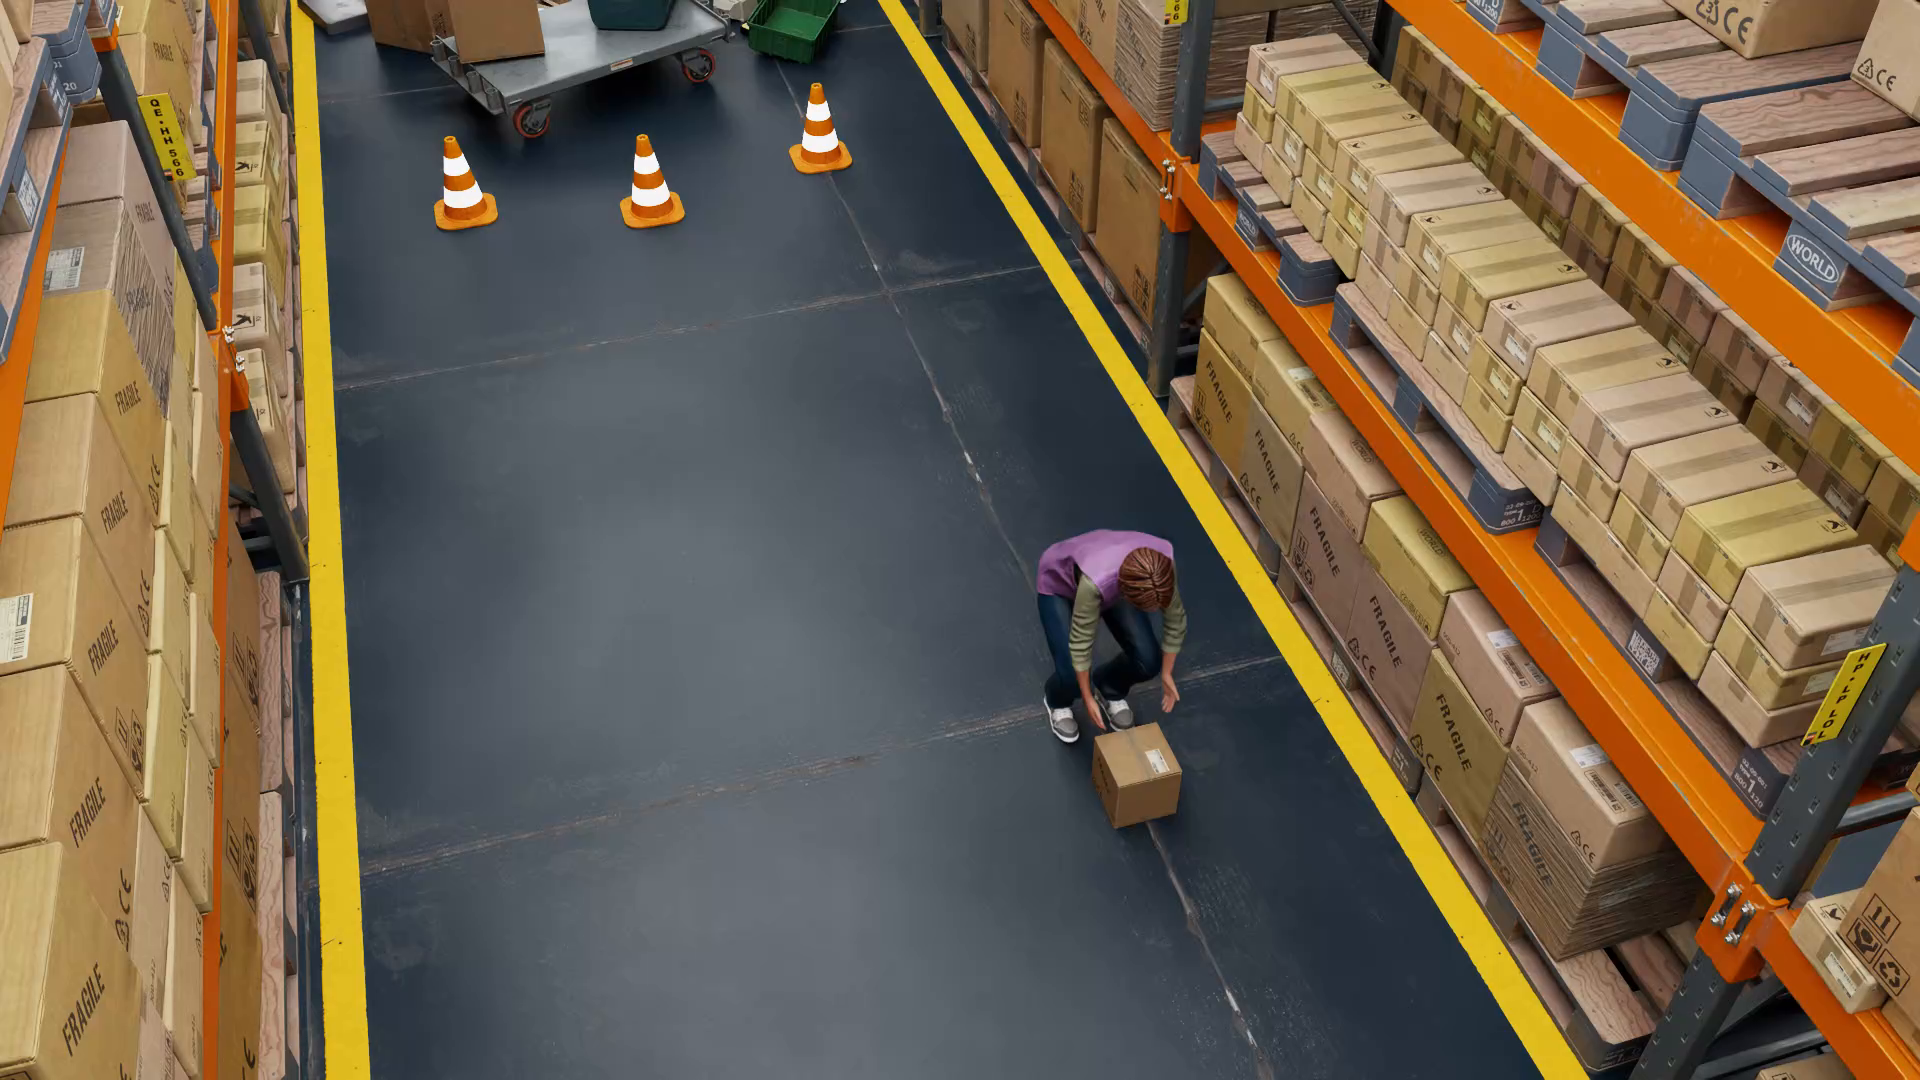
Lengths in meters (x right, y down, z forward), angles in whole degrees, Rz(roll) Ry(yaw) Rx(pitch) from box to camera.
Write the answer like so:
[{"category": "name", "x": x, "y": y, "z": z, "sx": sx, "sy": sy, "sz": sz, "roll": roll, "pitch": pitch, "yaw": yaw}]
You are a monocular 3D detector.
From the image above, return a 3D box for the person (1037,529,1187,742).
[{"category": "person", "x": 0.557, "y": 0.309, "z": 6.181, "sx": 0.464, "sy": 1.130, "sz": 0.736, "roll": -12, "pitch": 44, "yaw": -13}]
